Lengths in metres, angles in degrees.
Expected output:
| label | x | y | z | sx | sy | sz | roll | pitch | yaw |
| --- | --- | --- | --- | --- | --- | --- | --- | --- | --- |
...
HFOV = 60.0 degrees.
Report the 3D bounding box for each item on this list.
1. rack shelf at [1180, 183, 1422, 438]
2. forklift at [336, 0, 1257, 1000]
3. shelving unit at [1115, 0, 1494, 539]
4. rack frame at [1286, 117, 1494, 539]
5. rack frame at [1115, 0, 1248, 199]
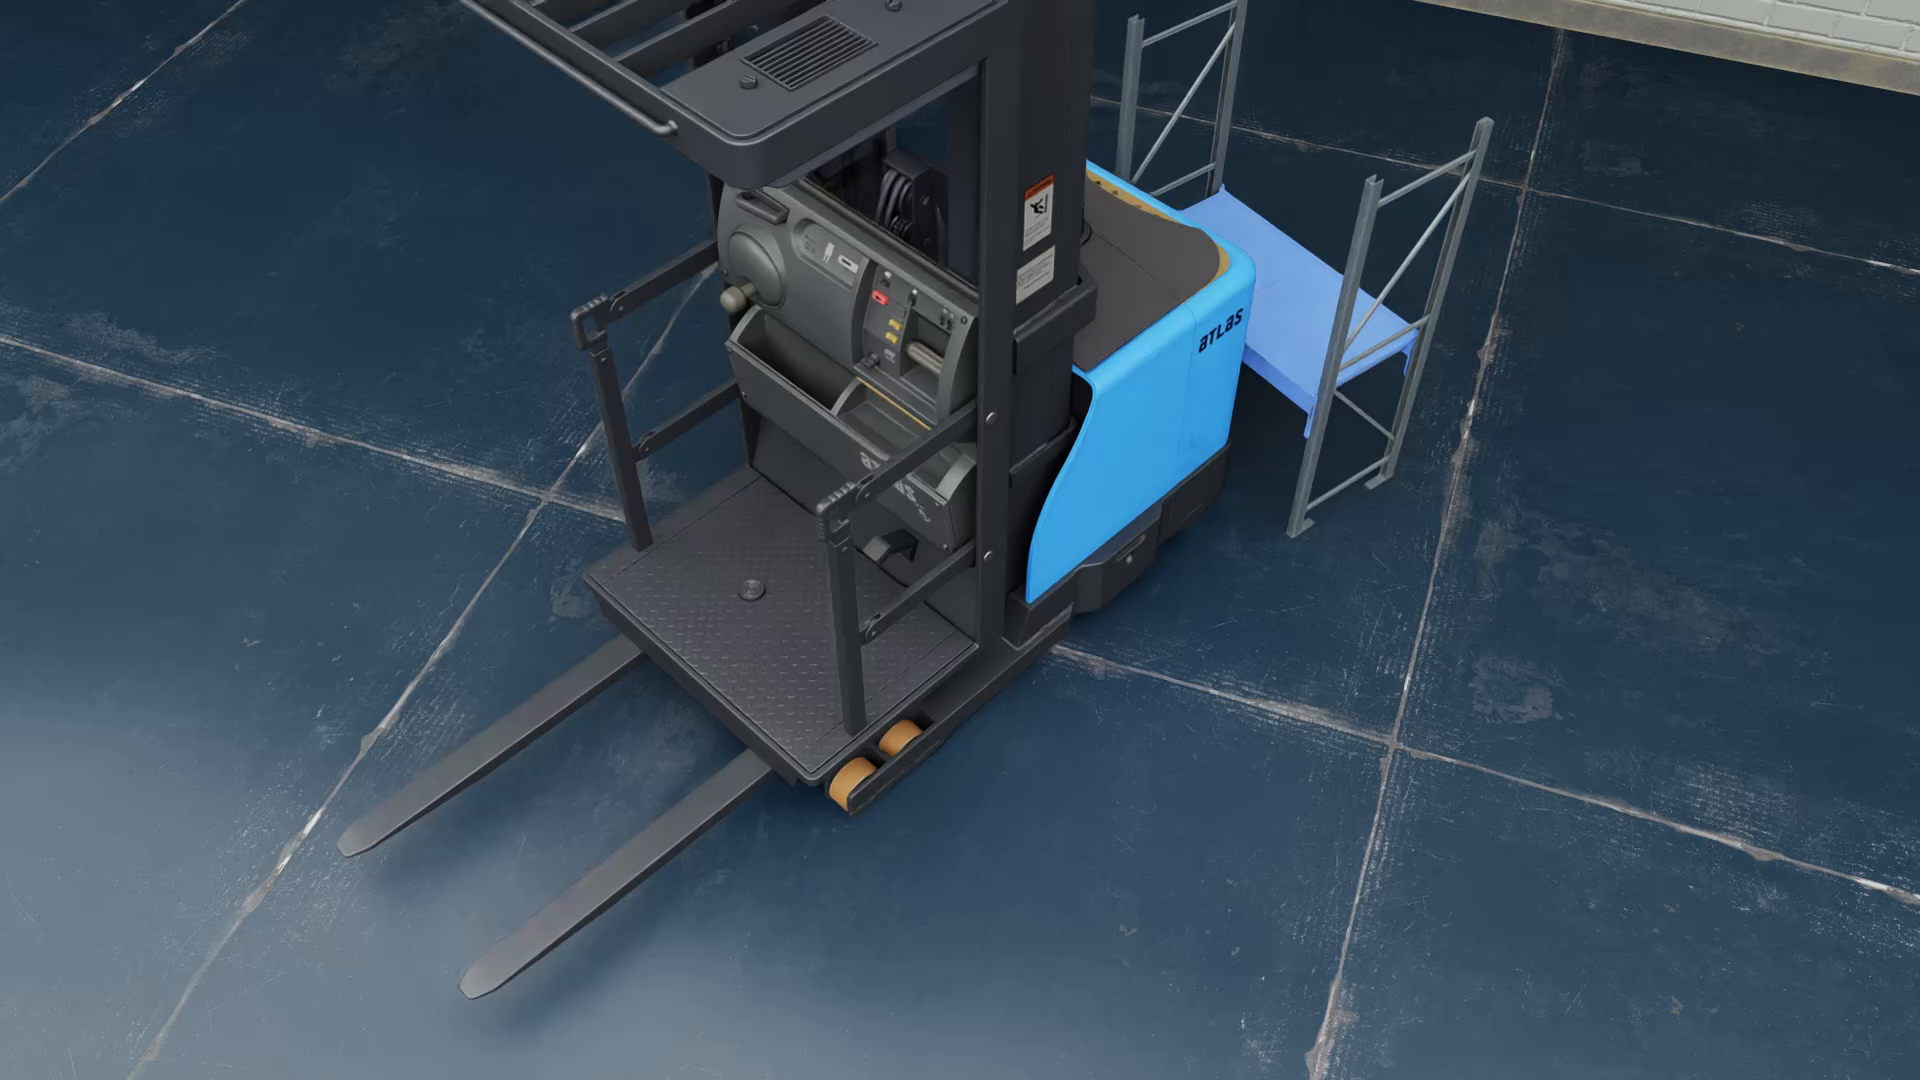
| label | x | y | z | sx | sy | sz | roll | pitch | yaw |
| --- | --- | --- | --- | --- | --- | --- | --- | --- | --- |
| rack shelf | 1.035 | -0.807 | 5.695 | 0.538 | 0.185 | 1.000 | -29 | 55 | -23 |
| forklift | -0.467 | -0.585 | 4.318 | 1.130 | 2.935 | 3.031 | 37 | 58 | 27 |
| shelving unit | 1.035 | -0.925 | 5.559 | 0.538 | 1.500 | 1.048 | -29 | 55 | -23 |
| rack frame | 1.339 | -0.617 | 5.292 | 0.500 | 1.500 | 0.032 | -29 | 55 | -23 |
| rack frame | 0.731 | -1.233 | 5.826 | 0.500 | 1.500 | 0.032 | -29 | 55 | -23 |
